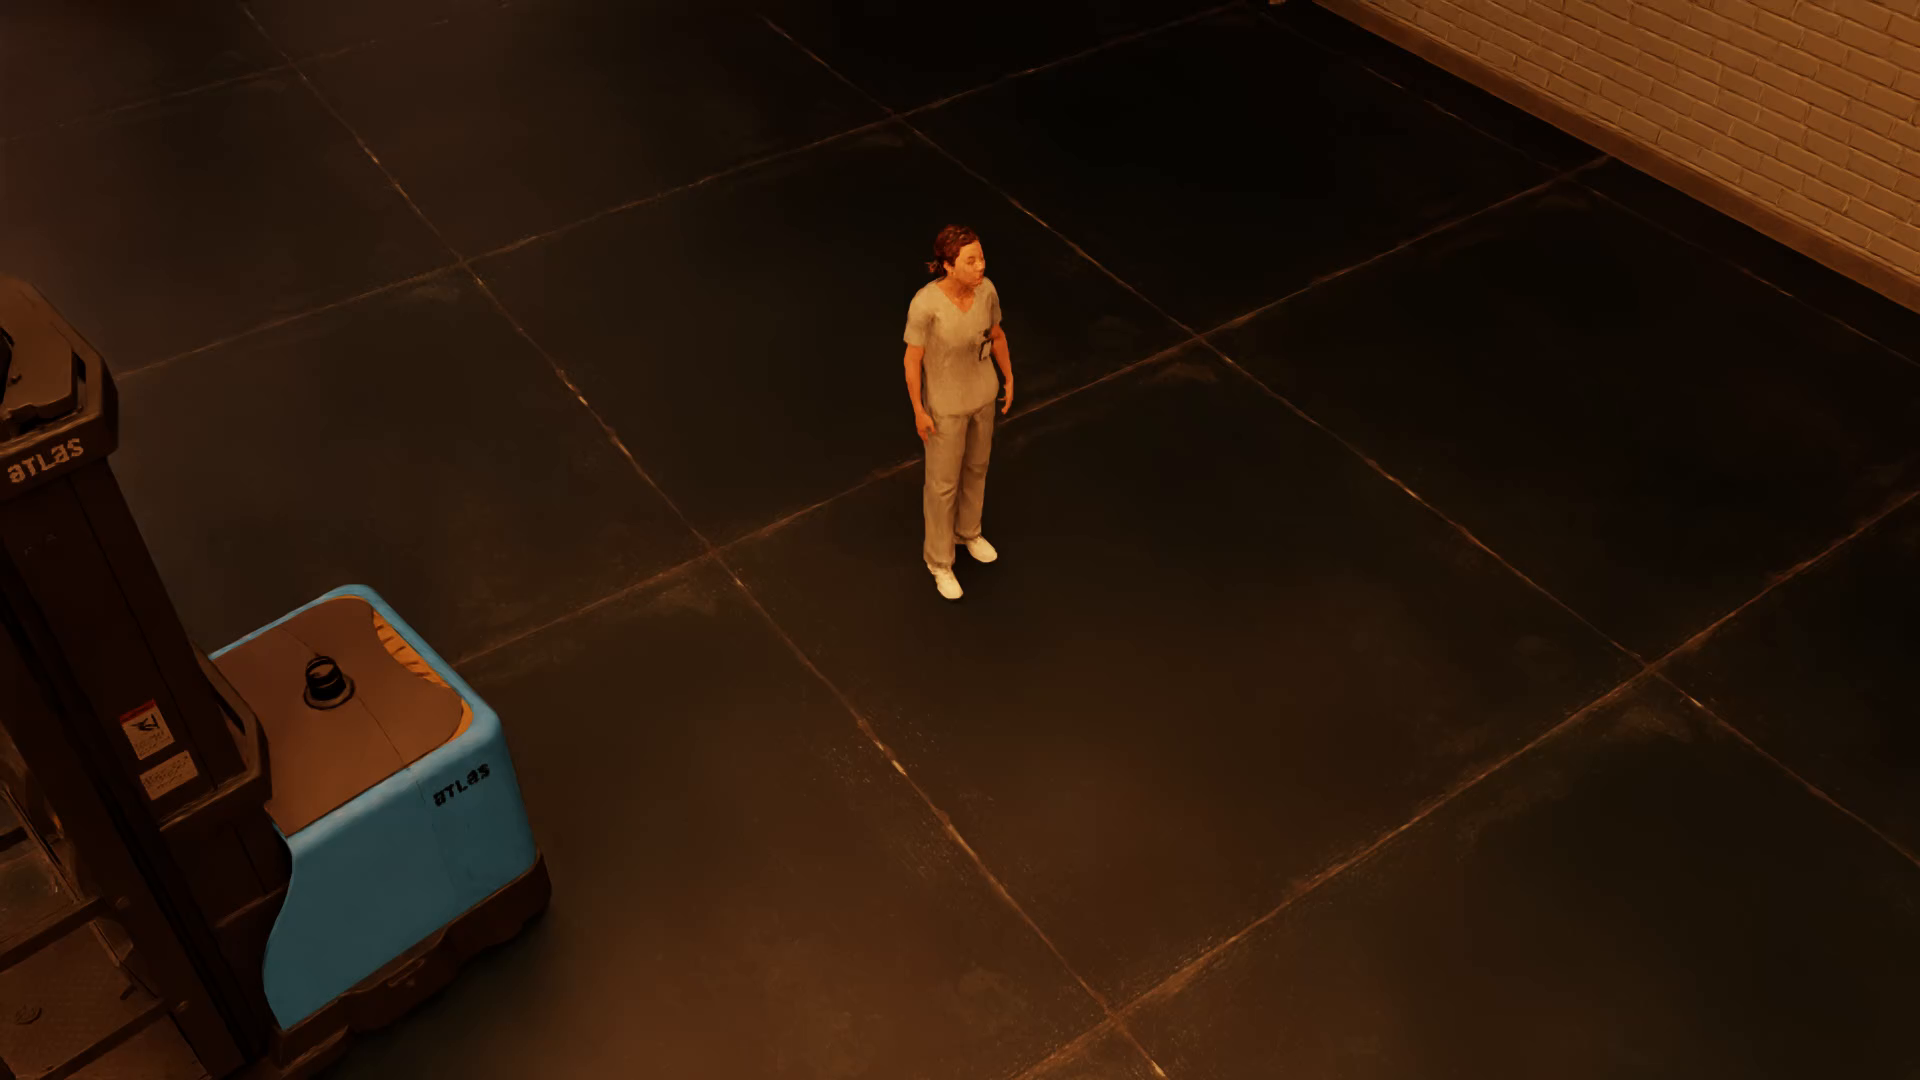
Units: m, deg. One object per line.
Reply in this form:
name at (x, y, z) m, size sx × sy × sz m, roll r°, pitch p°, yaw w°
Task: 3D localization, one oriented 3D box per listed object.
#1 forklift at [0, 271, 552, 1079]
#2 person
forklift at (-2.966, 0.772, 4.878) m, size 3.031 × 2.935 × 1.130 m, roll -33°, pitch 52°, yaw -30°
person at (0.031, -0.575, 7.256) m, size 0.550 × 1.674 × 0.548 m, roll -25°, pitch 48°, yaw -25°
